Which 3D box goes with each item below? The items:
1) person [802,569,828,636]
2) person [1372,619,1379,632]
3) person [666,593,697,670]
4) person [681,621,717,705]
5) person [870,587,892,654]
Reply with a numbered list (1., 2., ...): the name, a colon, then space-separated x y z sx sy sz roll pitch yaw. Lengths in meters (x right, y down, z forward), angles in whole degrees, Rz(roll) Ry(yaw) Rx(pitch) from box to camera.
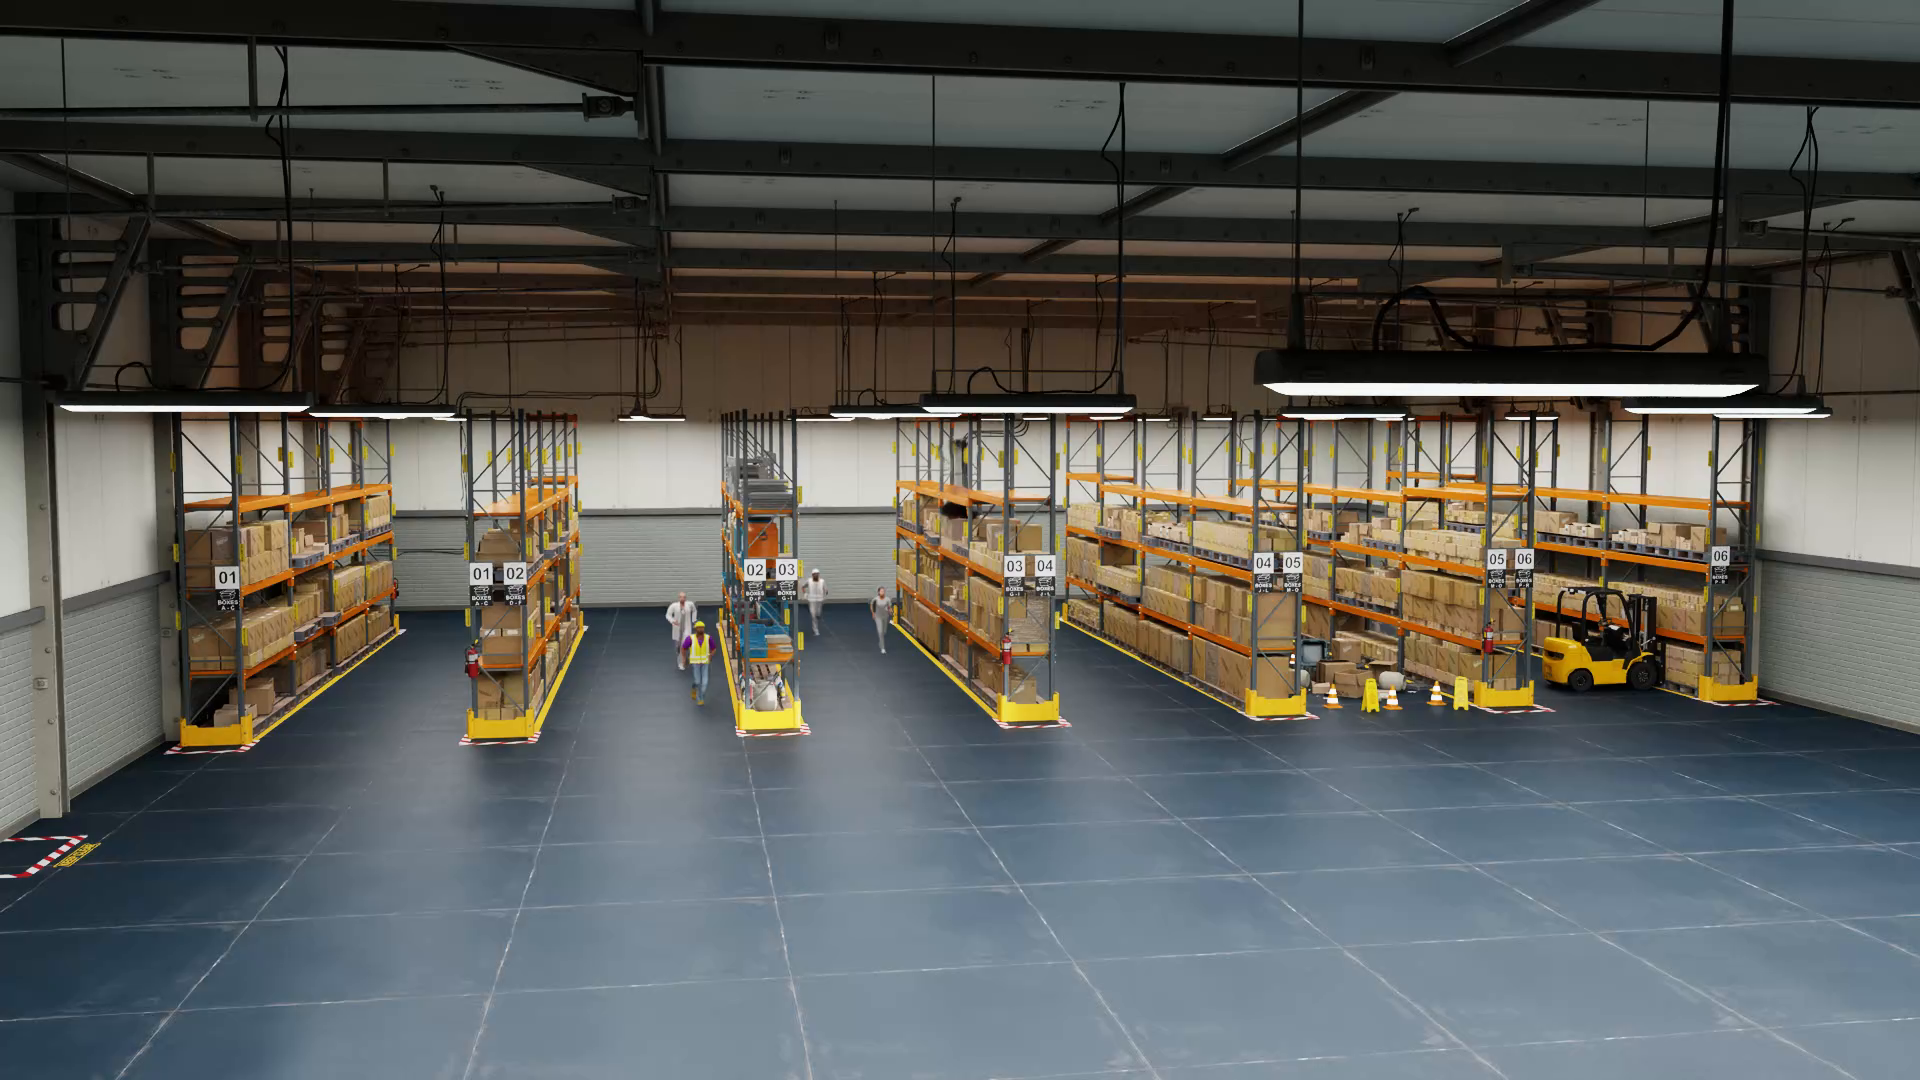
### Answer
1. person: -3.925 1.676 45.178 0.682 1.790 0.985 -1 4 -17
2. person: 11.010 1.836 44.579 0.706 1.696 1.017 0 4 -2
3. person: -6.552 2.112 39.156 0.733 1.774 1.073 -1 4 -12
4. person: -5.286 2.509 33.797 0.703 1.718 0.582 -1 4 -17
5. person: -1.989 1.989 41.871 0.547 1.653 0.877 -1 4 -13
